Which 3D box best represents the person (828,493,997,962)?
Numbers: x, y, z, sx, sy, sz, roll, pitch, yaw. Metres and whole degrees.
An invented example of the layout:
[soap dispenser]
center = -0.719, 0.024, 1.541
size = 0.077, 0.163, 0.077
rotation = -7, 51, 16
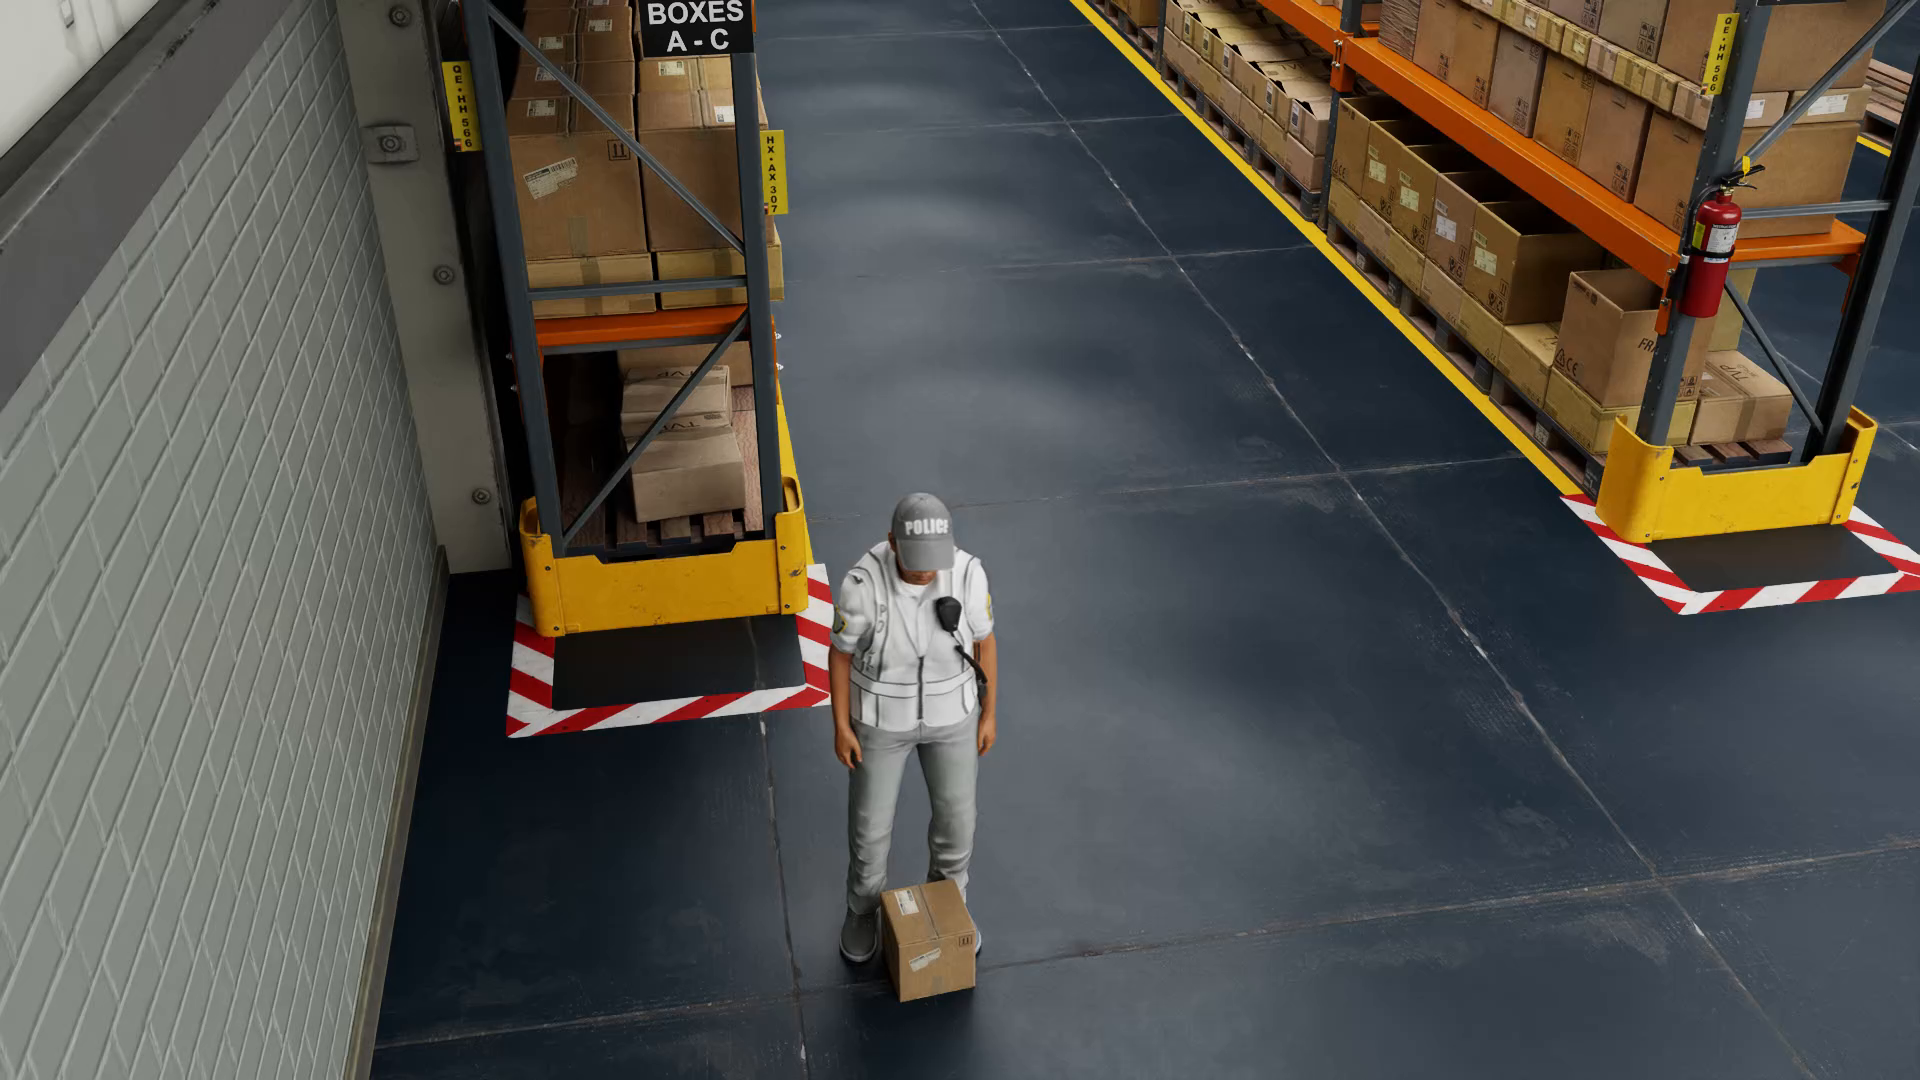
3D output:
[person]
center = -0.145, 0.568, 5.175
size = 0.540, 1.667, 0.467
rotation = -5, 31, -9
